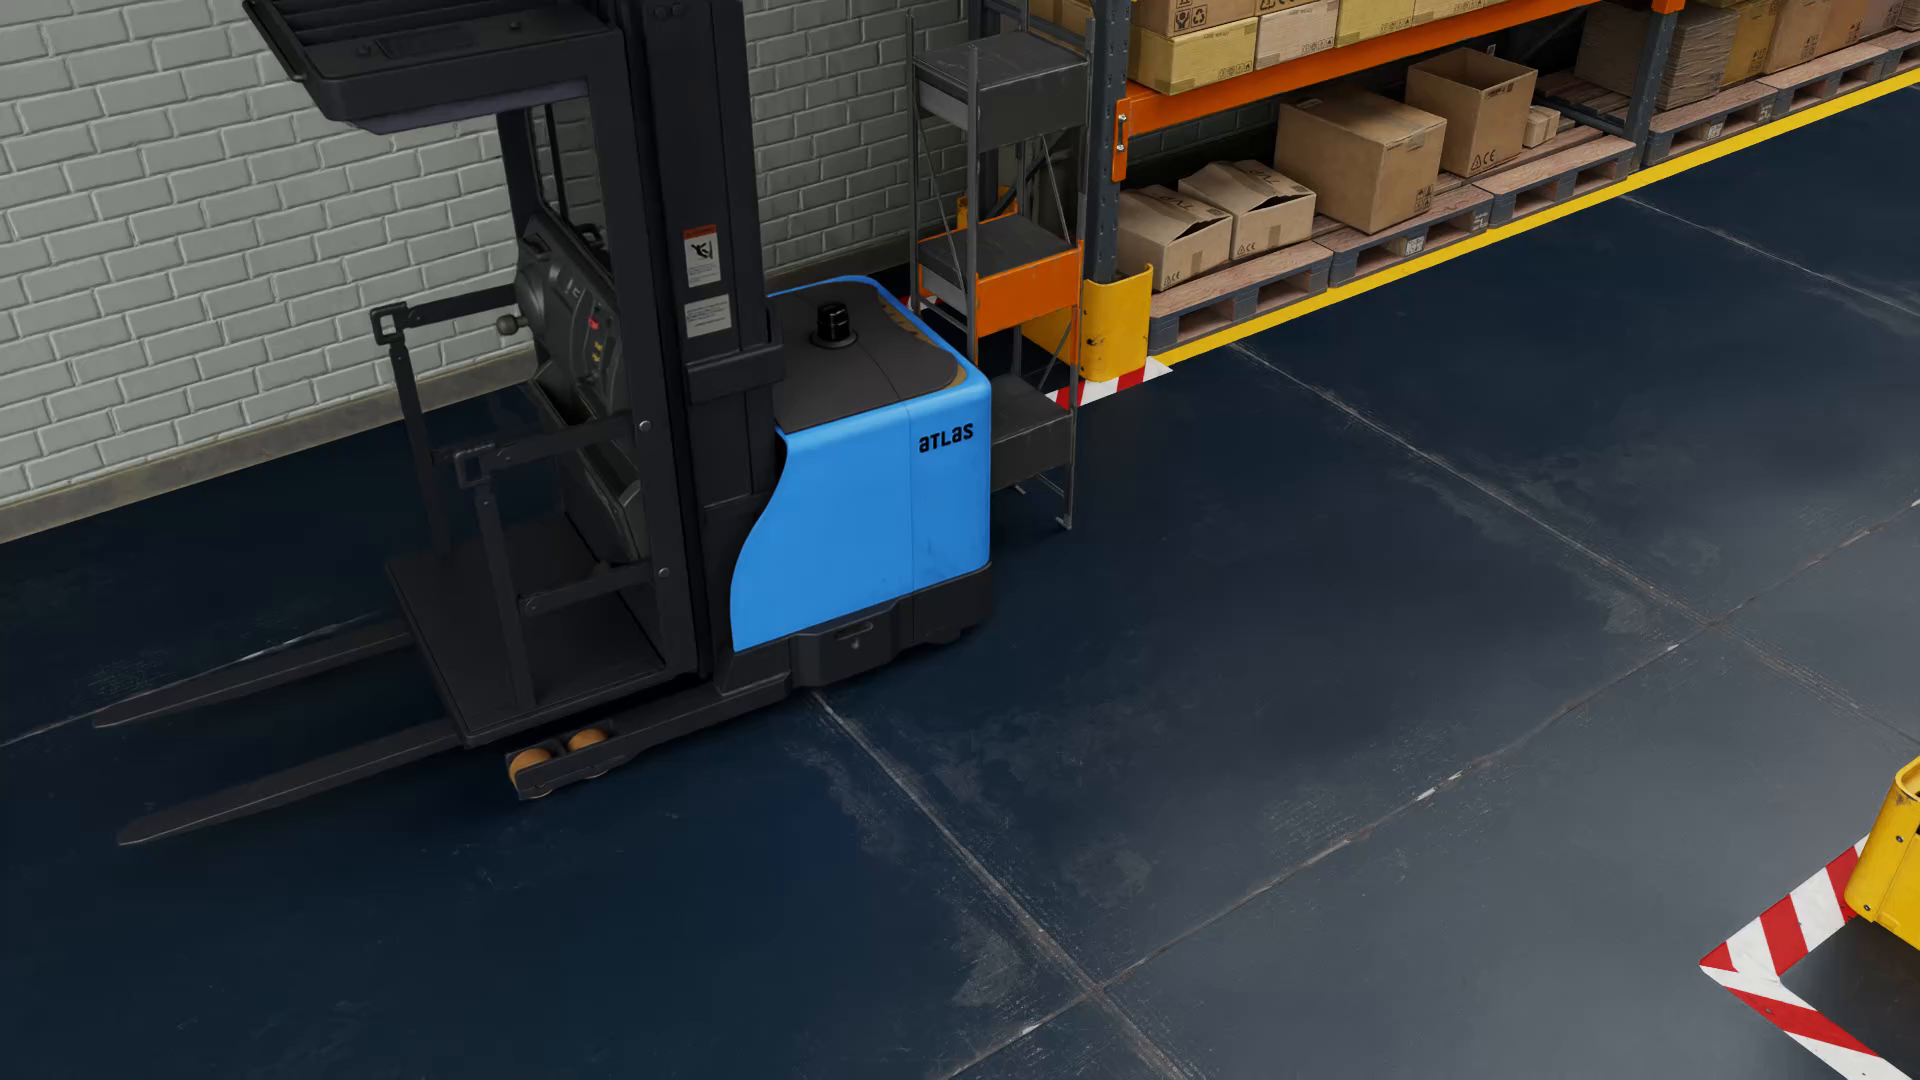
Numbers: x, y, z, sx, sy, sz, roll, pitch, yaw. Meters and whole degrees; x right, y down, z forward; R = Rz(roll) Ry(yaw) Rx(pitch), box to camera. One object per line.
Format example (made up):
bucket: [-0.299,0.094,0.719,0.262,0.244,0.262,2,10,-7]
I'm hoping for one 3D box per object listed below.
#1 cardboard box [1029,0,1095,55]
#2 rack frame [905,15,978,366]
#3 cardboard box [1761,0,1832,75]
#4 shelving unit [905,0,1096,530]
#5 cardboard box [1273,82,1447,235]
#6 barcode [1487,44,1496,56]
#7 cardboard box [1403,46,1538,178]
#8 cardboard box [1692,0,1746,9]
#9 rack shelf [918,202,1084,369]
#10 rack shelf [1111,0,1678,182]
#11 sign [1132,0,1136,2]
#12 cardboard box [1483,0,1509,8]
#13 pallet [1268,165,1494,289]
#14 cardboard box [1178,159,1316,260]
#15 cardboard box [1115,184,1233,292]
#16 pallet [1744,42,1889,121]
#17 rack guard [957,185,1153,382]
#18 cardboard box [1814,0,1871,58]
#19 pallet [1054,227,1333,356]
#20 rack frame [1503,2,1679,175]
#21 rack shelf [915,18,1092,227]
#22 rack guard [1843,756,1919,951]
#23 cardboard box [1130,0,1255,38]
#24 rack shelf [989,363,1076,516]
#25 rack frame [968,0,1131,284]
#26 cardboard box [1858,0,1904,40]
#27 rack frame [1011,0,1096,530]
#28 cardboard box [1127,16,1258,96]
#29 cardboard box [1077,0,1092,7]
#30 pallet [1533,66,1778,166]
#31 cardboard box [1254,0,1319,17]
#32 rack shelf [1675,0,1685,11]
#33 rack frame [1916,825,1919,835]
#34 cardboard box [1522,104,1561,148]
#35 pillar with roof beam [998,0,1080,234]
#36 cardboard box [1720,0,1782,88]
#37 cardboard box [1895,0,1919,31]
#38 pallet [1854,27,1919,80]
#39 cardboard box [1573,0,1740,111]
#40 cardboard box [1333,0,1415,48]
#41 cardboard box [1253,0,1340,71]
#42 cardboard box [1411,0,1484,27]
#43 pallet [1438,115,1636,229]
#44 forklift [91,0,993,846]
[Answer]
cardboard box: [0.644,-2.448,7.696,0.500,0.250,0.500,-22,41,-27]
rack frame: [-0.064,-0.826,6.100,0.015,2.100,0.400,-22,41,-28]
cardboard box: [5.069,-3.366,10.625,0.500,0.500,0.700,-22,41,-27]
shelving unit: [0.135,-0.908,6.214,0.503,2.100,0.431,-22,41,-28]
cardboard box: [2.085,-2.019,8.753,0.500,0.500,0.700,-25,43,-31]
barcode: [3.064,-2.823,9.596,0.075,0.075,0.001,-22,41,-28]
cardboard box: [2.818,-2.392,9.271,0.500,0.500,0.500,-26,43,-31]
cardboard box: [4.593,-3.470,10.128,0.500,0.250,0.500,-23,42,-29]
rack shelf: [0.135,-0.897,6.222,0.480,0.518,0.431,-22,41,-28]
rack shelf: [2.008,-2.632,8.456,4.000,0.370,1.077,-22,41,-28]
sign: [0.686,-2.344,6.698,0.005,0.325,0.100,-22,41,-28]
cardboard box: [2.616,-2.900,8.324,0.500,0.250,0.500,-23,41,-28]
pallet: [2.116,-1.809,9.084,1.213,0.211,1.003,-22,41,-28]
cardboard box: [1.457,-1.720,8.498,0.500,0.311,0.500,-19,40,-24]
cardboard box: [0.991,-1.528,8.231,0.500,0.311,0.500,-28,44,-33]
pallet: [5.277,-3.140,10.935,1.213,0.211,1.003,-22,41,-28]
rack guard: [0.436,-1.262,8.076,0.348,0.500,1.175,-22,41,-28]
cardboard box: [5.476,-3.540,10.868,0.500,0.500,0.700,-23,41,-28]
pallet: [1.120,-1.401,8.517,1.213,0.211,1.003,-22,41,-28]
rack frame: [3.643,-3.597,9.182,0.127,3.000,1.000,-22,41,-28]
rack shelf: [0.135,-1.465,5.814,0.480,0.518,0.431,-22,41,-28]
rack guard: [3.211,1.135,4.744,0.348,0.500,1.175,-22,41,-28]
cardboard box: [0.937,-2.520,7.154,0.500,0.500,0.500,-22,41,-28]
rack shelf: [0.135,-0.329,6.631,0.480,0.518,0.431,-22,41,-28]
rack frame: [0.374,-2.251,7.311,0.127,3.000,1.000,-22,41,-28]
cardboard box: [5.866,-3.721,11.119,0.500,0.500,0.700,-22,41,-28]
rack frame: [0.335,-0.990,6.328,0.015,2.100,0.400,-22,41,-28]
cardboard box: [0.955,-2.211,7.366,0.500,0.250,0.500,-24,42,-29]
cardboard box: [0.636,-2.763,7.491,0.500,0.500,0.500,-23,42,-28]
pallet: [4.279,-2.727,10.361,1.213,0.211,1.003,-22,41,-28]
cardboard box: [1.347,-2.681,7.378,0.500,0.500,0.500,-22,41,-28]
rack shelf: [5.278,-3.977,10.327,4.000,0.370,1.077,-22,41,-28]
rack frame: [3.230,0.112,4.025,0.127,3.000,1.000,-22,41,-28]
cardboard box: [3.223,-2.431,9.610,0.250,0.166,0.380,-28,44,-33]
pillar with roof beam: [2.927,-3.280,3.604,0.400,9.000,9.100,-22,41,-28]
cardboard box: [4.629,-3.214,10.413,0.500,0.500,0.700,-23,42,-29]
cardboard box: [6.354,-3.839,11.282,0.500,0.500,0.700,-22,41,-27]
pallet: [6.273,-3.548,11.502,1.213,0.211,1.003,-22,41,-28]
cardboard box: [4.235,-3.016,10.138,0.500,0.500,0.700,-21,41,-26]
cardboard box: [1.791,-2.561,7.853,0.500,0.250,0.500,-23,42,-29]
cardboard box: [1.372,-2.392,7.619,0.500,0.250,0.500,-24,42,-29]
cardboard box: [2.206,-2.730,8.088,0.500,0.250,0.500,-22,41,-27]
pallet: [3.115,-2.222,9.658,1.213,0.211,1.003,-22,41,-28]
forklift: [-1.414,-0.682,5.188,3.031,2.935,1.130,-18,40,-24]
